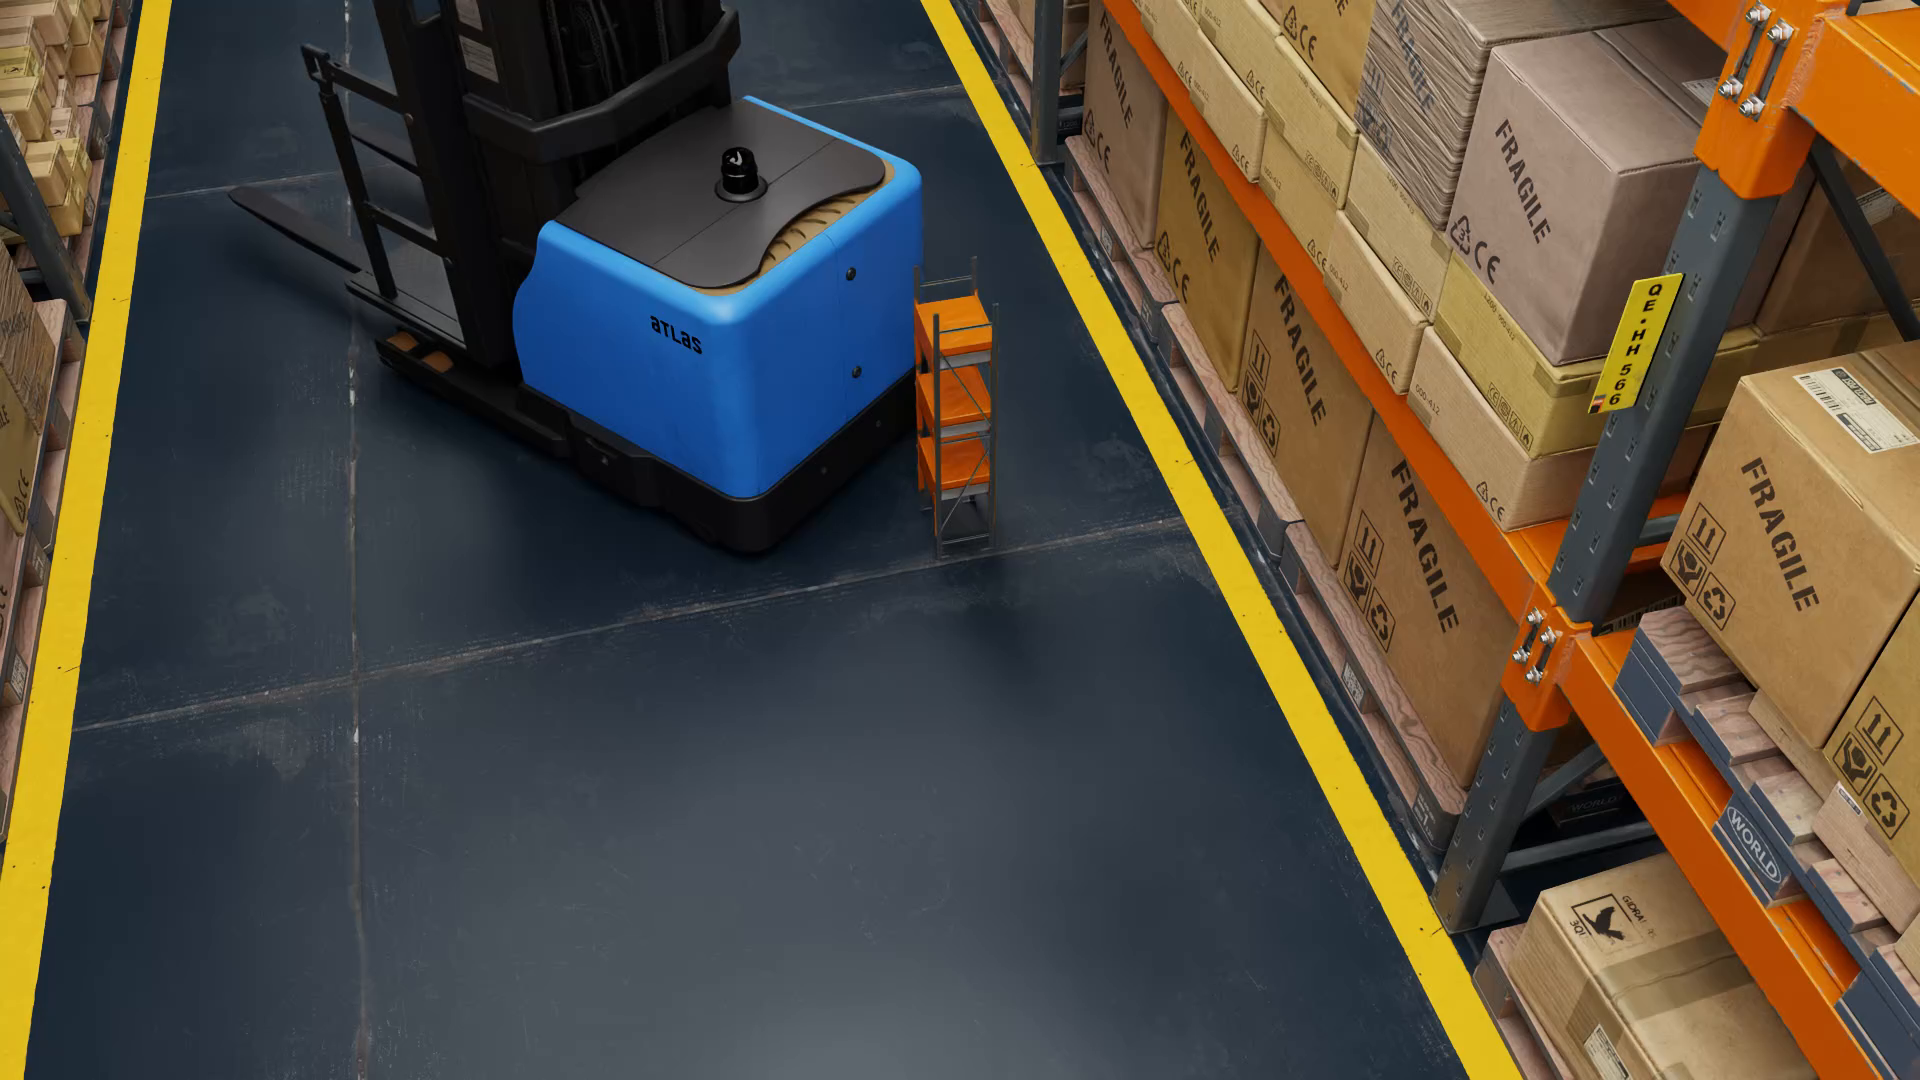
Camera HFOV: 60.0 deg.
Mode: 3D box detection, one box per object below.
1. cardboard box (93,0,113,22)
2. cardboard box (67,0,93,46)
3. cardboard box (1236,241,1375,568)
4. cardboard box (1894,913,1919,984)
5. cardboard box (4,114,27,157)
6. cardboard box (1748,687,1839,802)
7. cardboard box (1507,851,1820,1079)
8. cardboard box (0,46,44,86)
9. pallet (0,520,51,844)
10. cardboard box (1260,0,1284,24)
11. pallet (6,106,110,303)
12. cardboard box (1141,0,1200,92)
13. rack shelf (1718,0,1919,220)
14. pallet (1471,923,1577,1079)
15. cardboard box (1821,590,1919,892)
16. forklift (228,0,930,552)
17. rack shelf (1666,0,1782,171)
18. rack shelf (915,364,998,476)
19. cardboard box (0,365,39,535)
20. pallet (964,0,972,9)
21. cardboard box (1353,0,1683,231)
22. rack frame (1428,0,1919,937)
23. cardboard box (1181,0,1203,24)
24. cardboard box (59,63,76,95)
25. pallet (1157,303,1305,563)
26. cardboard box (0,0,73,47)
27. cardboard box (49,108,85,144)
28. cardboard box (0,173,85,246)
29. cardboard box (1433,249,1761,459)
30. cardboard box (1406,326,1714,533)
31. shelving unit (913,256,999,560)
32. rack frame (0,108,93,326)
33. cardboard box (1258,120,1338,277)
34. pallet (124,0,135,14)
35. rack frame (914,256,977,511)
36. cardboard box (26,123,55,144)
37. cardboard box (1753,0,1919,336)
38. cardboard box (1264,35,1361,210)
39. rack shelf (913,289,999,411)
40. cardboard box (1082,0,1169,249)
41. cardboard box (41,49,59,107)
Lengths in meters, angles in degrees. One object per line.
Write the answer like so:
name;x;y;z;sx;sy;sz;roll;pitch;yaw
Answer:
cardboard box;-4.236;-2.562;7.863;0.380;0.149;0.250;-10;46;-10
cardboard box;-4.098;-2.308;7.405;0.380;0.149;0.250;-11;47;-11
cardboard box;1.514;-0.584;5.416;0.875;0.875;0.875;-10;46;-10
cardboard box;1.854;0.719;2.827;0.380;0.149;0.250;-10;47;-10
cardboard box;-3.836;-1.492;6.398;0.380;0.149;0.250;-9;46;-9
cardboard box;1.778;0.328;3.210;0.380;0.149;0.250;-13;47;-13
cardboard box;1.970;1.092;4.125;0.950;0.372;0.625;-14;47;-13
cardboard box;-3.962;-1.859;6.757;0.380;0.149;0.250;-11;47;-11
pallet;-3.432;0.498;5.114;1.003;0.211;1.213;-11;47;-10
cardboard box;1.067;-1.814;4.657;0.500;0.500;0.500;-11;47;-11
pallet;-4.155;-1.340;6.916;1.003;0.211;1.213;-11;47;-10
cardboard box;0.918;-1.716;5.436;0.500;0.250;0.500;-11;47;-11
rack shelf;2.347;0.510;1.553;1.077;0.370;4.000;-11;47;-10
pallet;2.033;1.444;4.187;1.003;0.211;1.213;-11;47;-10
cardboard box;1.867;0.353;2.731;0.500;0.500;0.500;-9;46;-8
forklift;-1.596;-1.847;5.508;3.031;2.935;1.130;28;52;25
rack shelf;1.323;-2.251;4.259;1.077;0.370;4.000;-11;47;-10
rack shelf;-0.014;-0.397;5.419;0.215;0.259;0.240;-11;47;-10
cardboard box;-3.384;-0.312;5.412;0.500;0.500;0.500;-12;47;-11
pallet;0.376;-3.241;8.778;1.003;0.211;1.213;-11;47;-10
cardboard box;1.310;-1.119;3.976;0.500;0.500;0.500;-10;46;-10
rack frame;1.835;-0.072;3.721;1.000;3.000;0.127;-11;47;-10
cardboard box;0.915;-1.893;5.260;0.500;0.250;0.500;-10;46;-10
cardboard box;-4.129;-2.010;7.321;0.380;0.149;0.250;-13;47;-12
pallet;1.397;-0.495;6.087;1.003;0.211;1.213;-11;47;-10
cardboard box;-4.037;-2.225;7.116;0.380;0.149;0.250;-10;46;-9
cardboard box;-3.913;-1.664;6.983;0.380;0.149;0.250;-11;47;-11
cardboard box;-3.731;-1.318;6.644;0.380;0.149;0.250;-13;47;-12
cardboard box;1.465;-0.483;3.878;0.500;0.250;0.500;-11;47;-10
cardboard box;1.454;-0.321;4.070;0.500;0.250;0.500;-12;47;-12
shelving unit;-0.014;-0.404;5.411;0.215;1.050;0.252;-11;47;-10
rack frame;-3.948;-1.859;5.472;1.000;3.000;0.127;-11;47;-10
cardboard box;1.195;-1.022;4.756;0.500;0.250;0.500;-11;47;-11
pallet;-4.779;-3.025;8.567;1.003;0.211;1.213;-11;47;-10
rack frame;-0.045;-0.489;5.494;0.200;1.050;0.008;-11;47;-10
cardboard box;-3.883;-1.579;6.691;0.380;0.149;0.250;-10;46;-10
cardboard box;1.945;-0.842;3.705;0.500;0.500;0.500;-12;47;-12
cardboard box;1.180;-1.186;4.567;0.500;0.250;0.500;-12;47;-11
rack shelf;-0.014;-0.596;5.216;0.215;0.259;0.240;-11;47;-10
cardboard box;1.047;-1.824;6.631;0.875;0.875;0.875;-9;46;-9
cardboard box;-4.047;-1.928;7.033;0.380;0.149;0.250;-13;47;-12
